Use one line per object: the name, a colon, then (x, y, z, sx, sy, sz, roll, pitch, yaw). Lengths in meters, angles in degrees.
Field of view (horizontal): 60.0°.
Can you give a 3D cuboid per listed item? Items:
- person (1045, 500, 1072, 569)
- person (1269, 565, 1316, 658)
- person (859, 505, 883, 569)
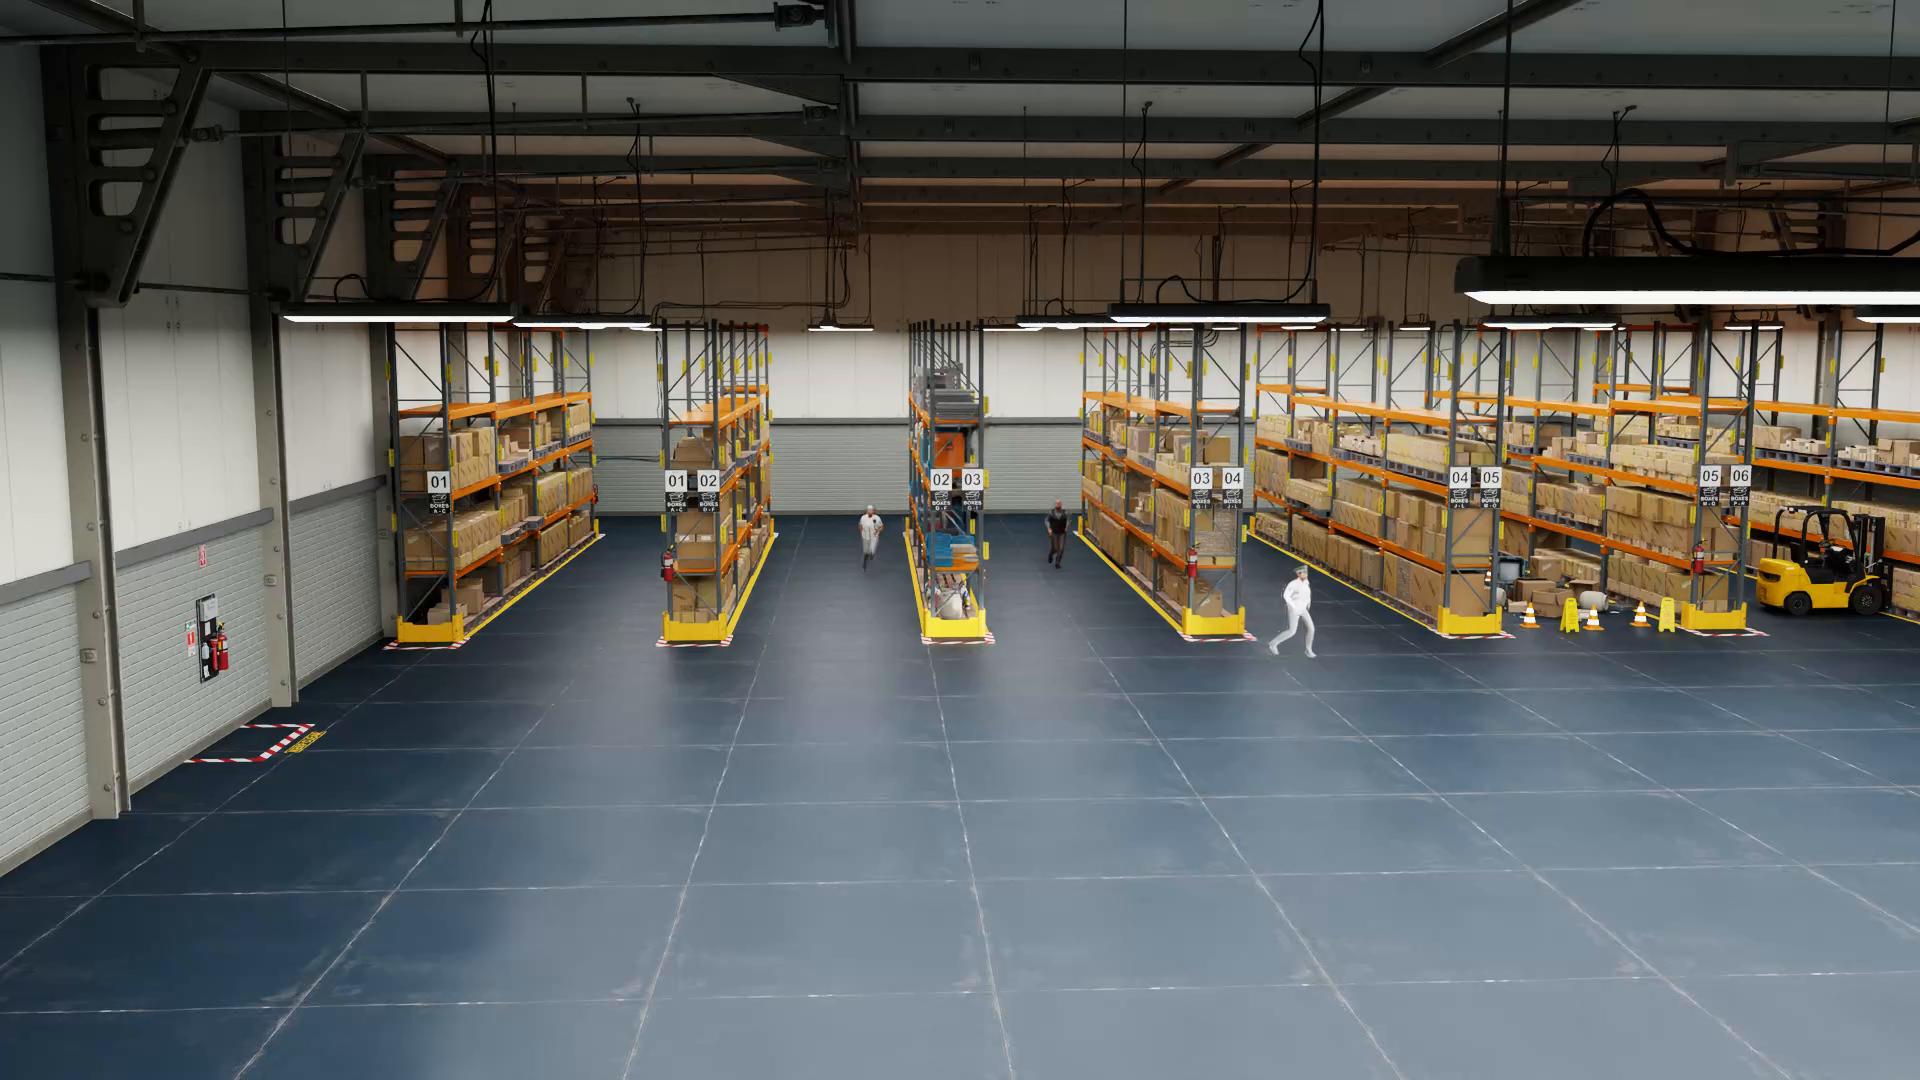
person: (2.424, -0.150, 40.887, 0.656, 1.692, 0.625, -1, 7, -5)
person: (5.977, 1.275, 29.601, 0.823, 1.691, 0.684, -6, 10, -42)
person: (-2.121, -0.054, 39.562, 0.587, 1.551, 0.583, 0, 7, 0)
